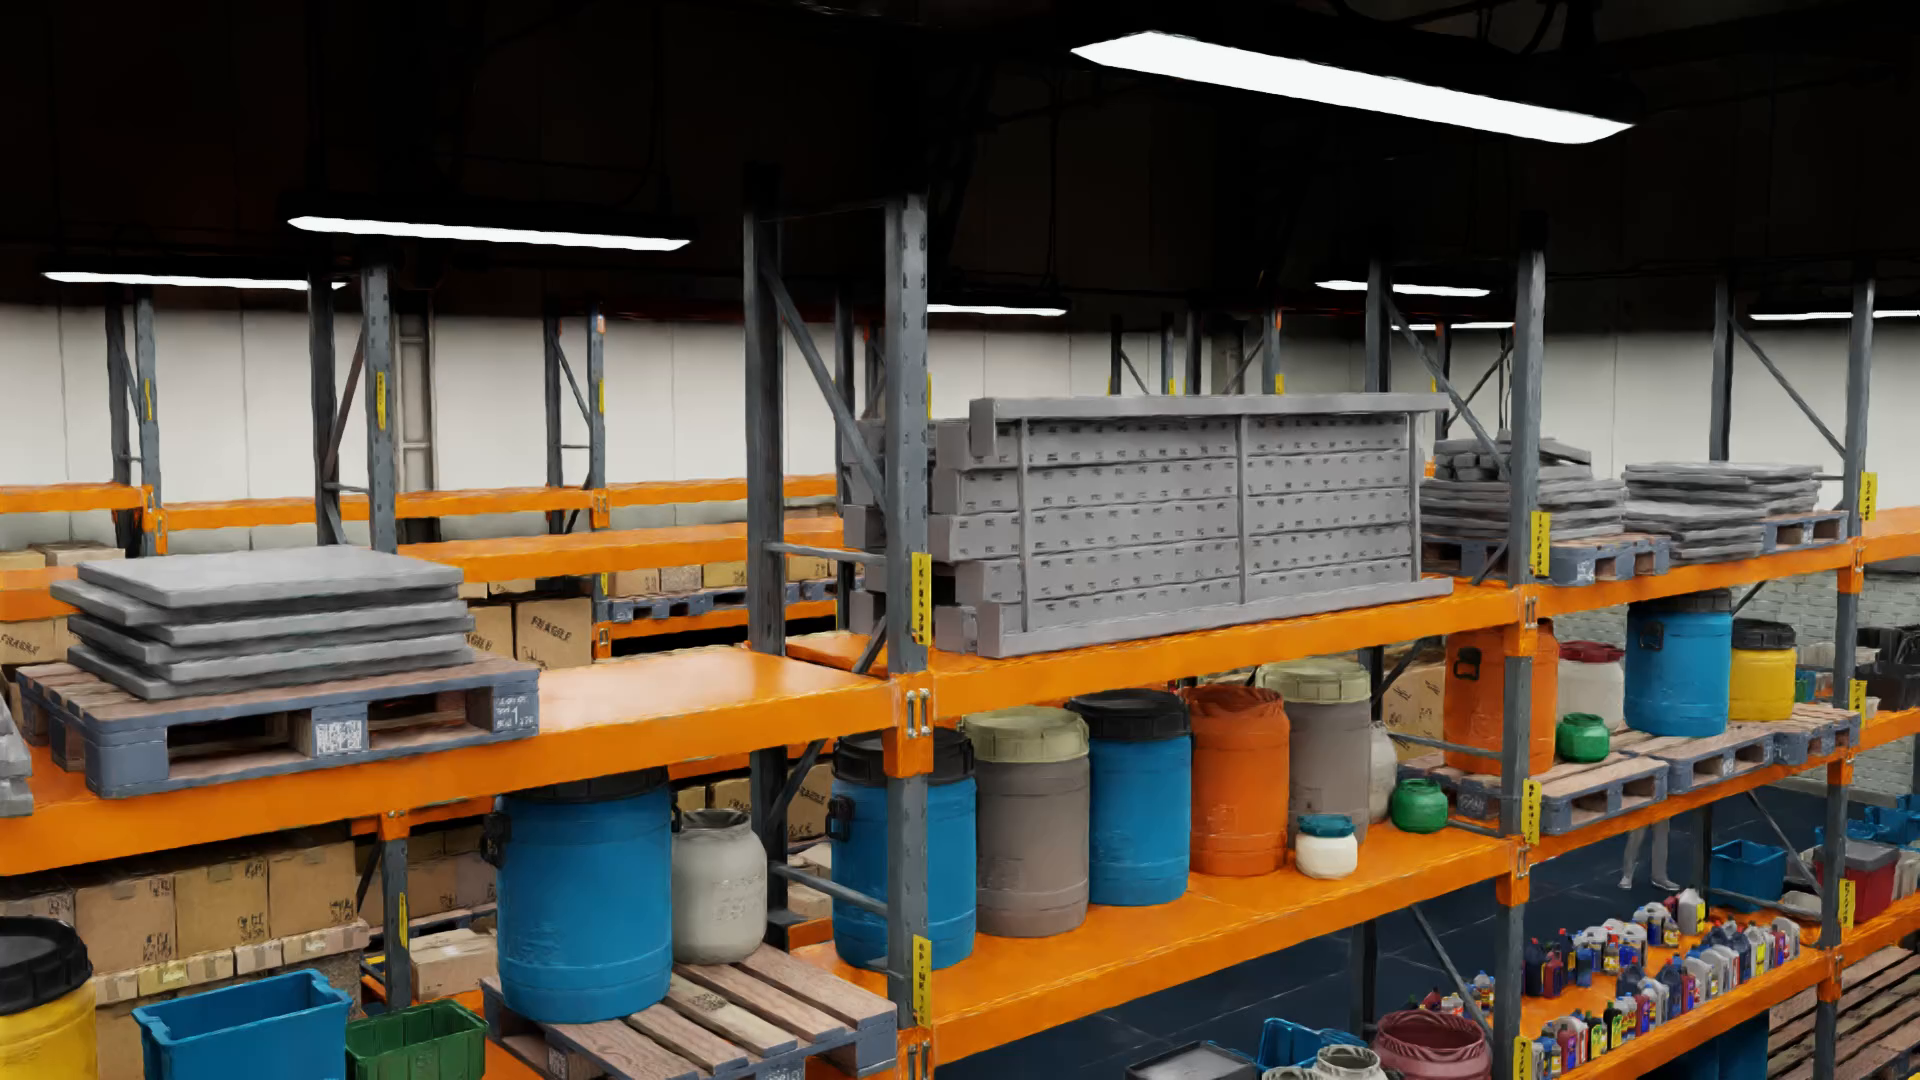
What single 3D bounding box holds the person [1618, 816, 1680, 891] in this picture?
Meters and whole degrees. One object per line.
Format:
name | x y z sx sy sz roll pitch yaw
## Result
person | 6.976 2.706 16.838 0.566 1.679 0.419 -2 6 -18
